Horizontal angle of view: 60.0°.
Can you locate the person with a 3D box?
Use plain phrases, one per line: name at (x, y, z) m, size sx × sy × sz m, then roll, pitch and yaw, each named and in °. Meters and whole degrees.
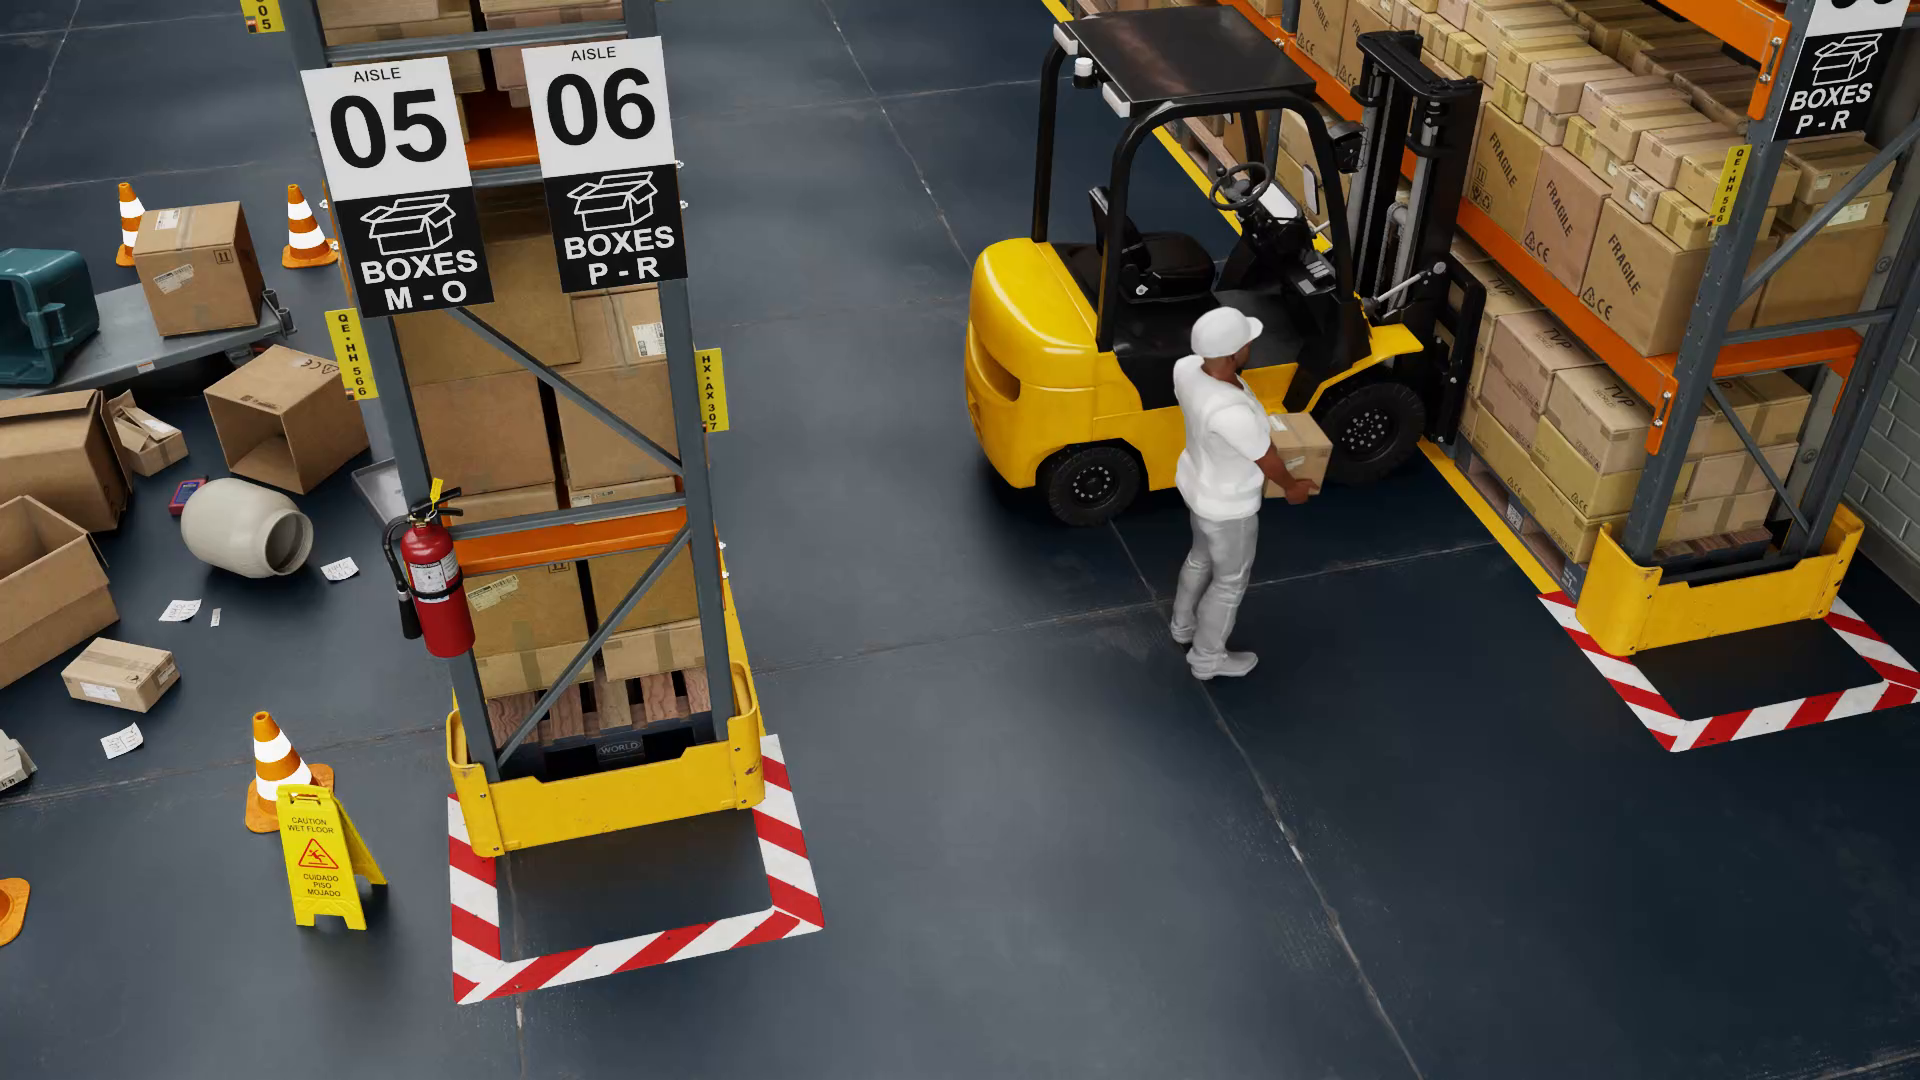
person at (1.173, -0.211, 6.973) m, size 0.577 × 1.758 × 0.502 m, roll -9°, pitch 39°, yaw -12°
